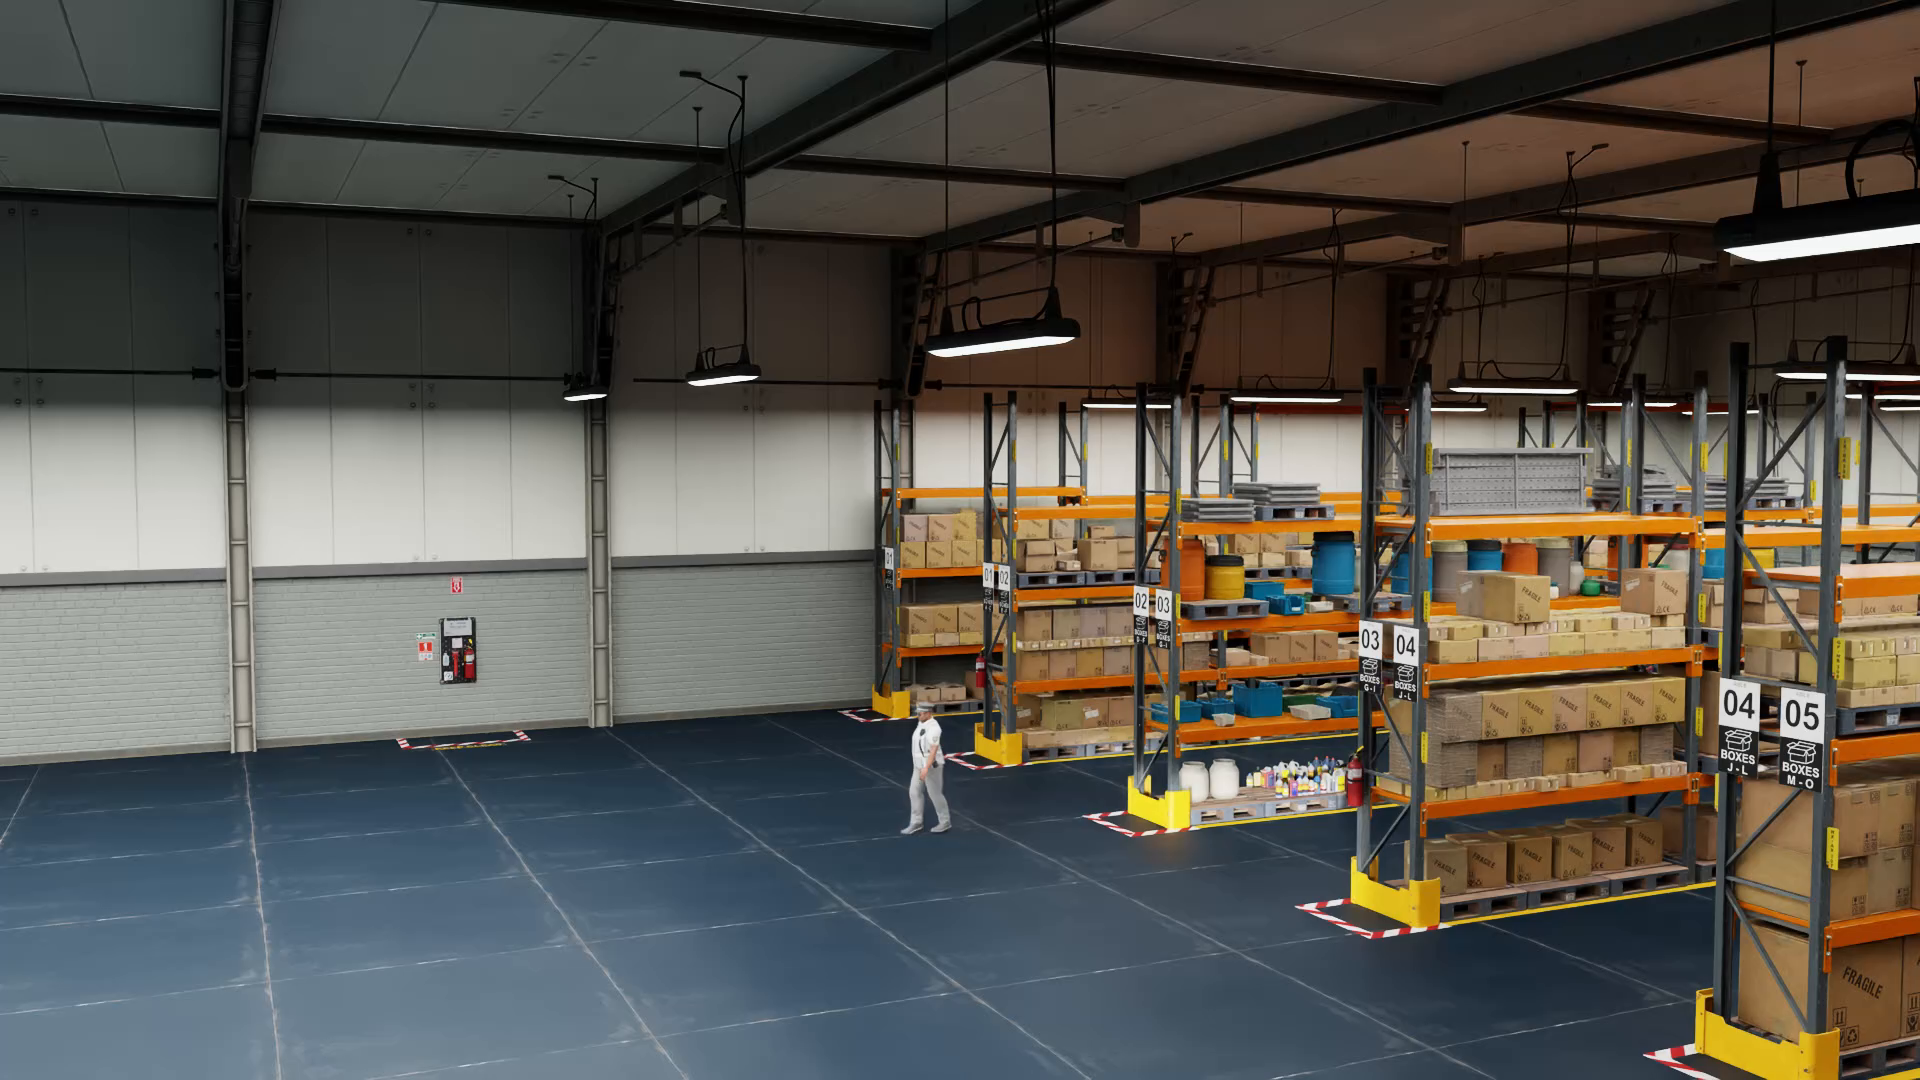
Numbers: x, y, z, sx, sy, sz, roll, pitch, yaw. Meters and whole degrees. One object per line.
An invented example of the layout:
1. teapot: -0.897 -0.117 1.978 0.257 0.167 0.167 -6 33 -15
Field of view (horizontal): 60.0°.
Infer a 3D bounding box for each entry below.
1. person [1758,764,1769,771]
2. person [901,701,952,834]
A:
1. person: 8.634 3.262 17.684 0.620 1.756 0.573 0 3 -5
2. person: -0.441 3.023 22.034 0.665 1.779 0.583 -2 4 -25
